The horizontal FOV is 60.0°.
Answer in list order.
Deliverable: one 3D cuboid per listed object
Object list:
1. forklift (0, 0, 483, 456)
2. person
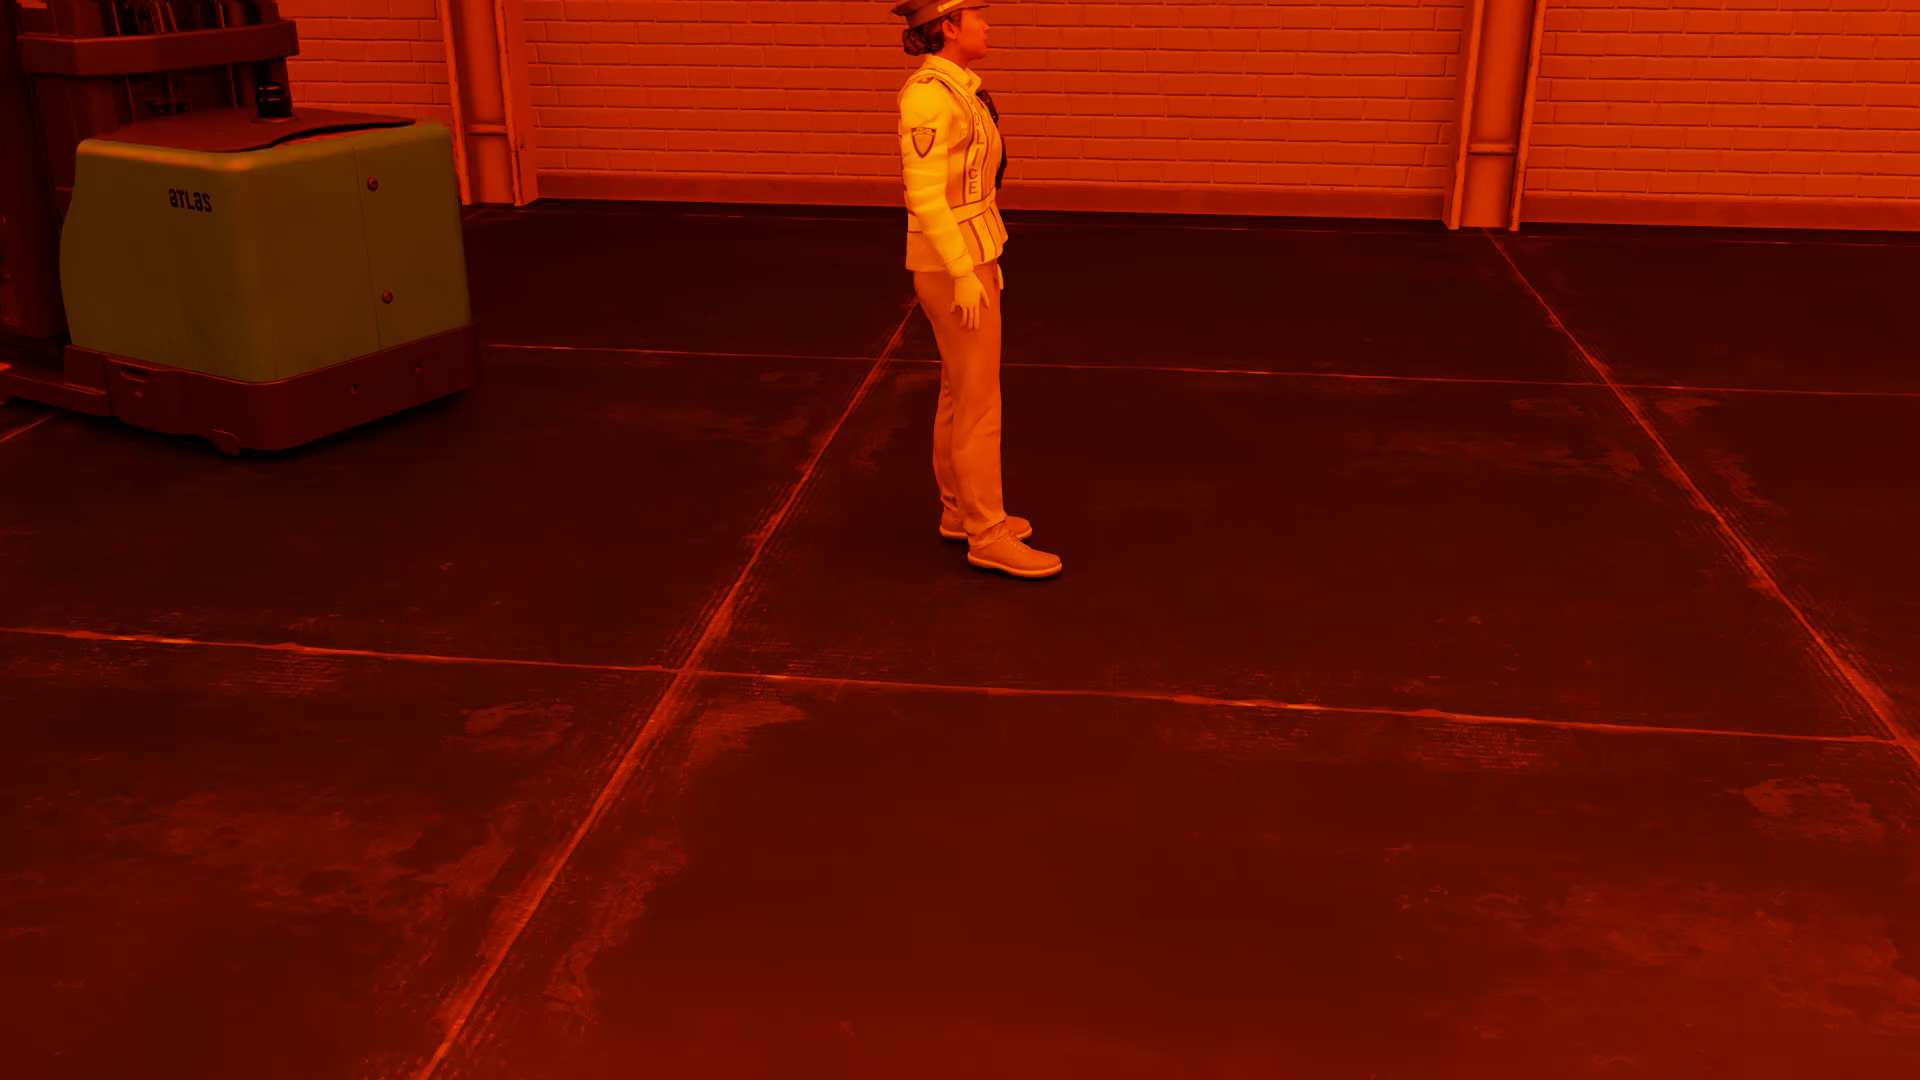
[{"bbox_3d":[-3.408,-2.039,6.316,3.031,2.935,1.130,12,25,28],"label":"forklift"},{"bbox_3d":[0.067,-0.787,4.843,0.530,1.694,0.586,3,22,7],"label":"person"}]
